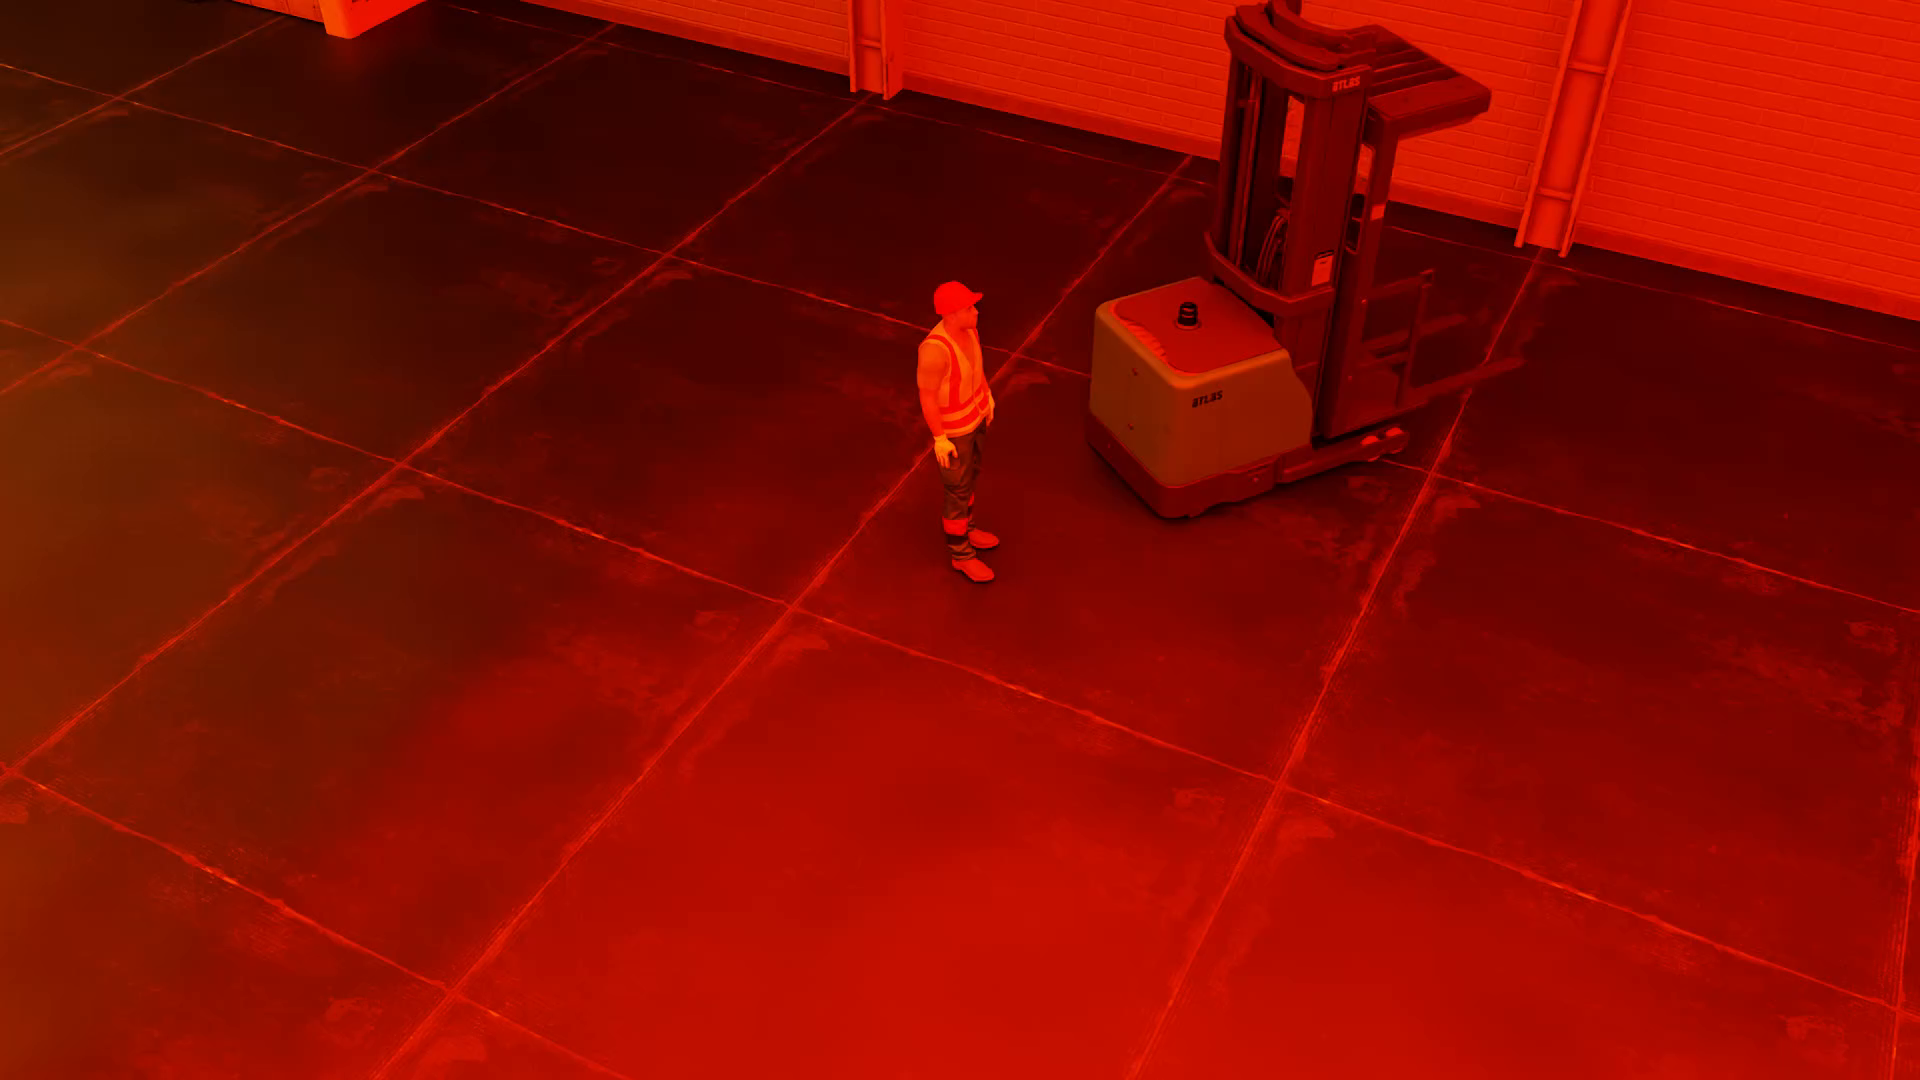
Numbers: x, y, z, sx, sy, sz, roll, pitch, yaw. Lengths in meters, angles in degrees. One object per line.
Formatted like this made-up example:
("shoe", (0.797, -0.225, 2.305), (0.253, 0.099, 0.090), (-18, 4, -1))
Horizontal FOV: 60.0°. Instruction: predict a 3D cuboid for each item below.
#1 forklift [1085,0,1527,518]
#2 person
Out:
("forklift", (2.375, -1.921, 10.267), (3.031, 2.935, 1.130), (-18, 43, -20))
("person", (0.067, -0.659, 9.645), (0.561, 1.790, 0.638), (18, 43, 21))
